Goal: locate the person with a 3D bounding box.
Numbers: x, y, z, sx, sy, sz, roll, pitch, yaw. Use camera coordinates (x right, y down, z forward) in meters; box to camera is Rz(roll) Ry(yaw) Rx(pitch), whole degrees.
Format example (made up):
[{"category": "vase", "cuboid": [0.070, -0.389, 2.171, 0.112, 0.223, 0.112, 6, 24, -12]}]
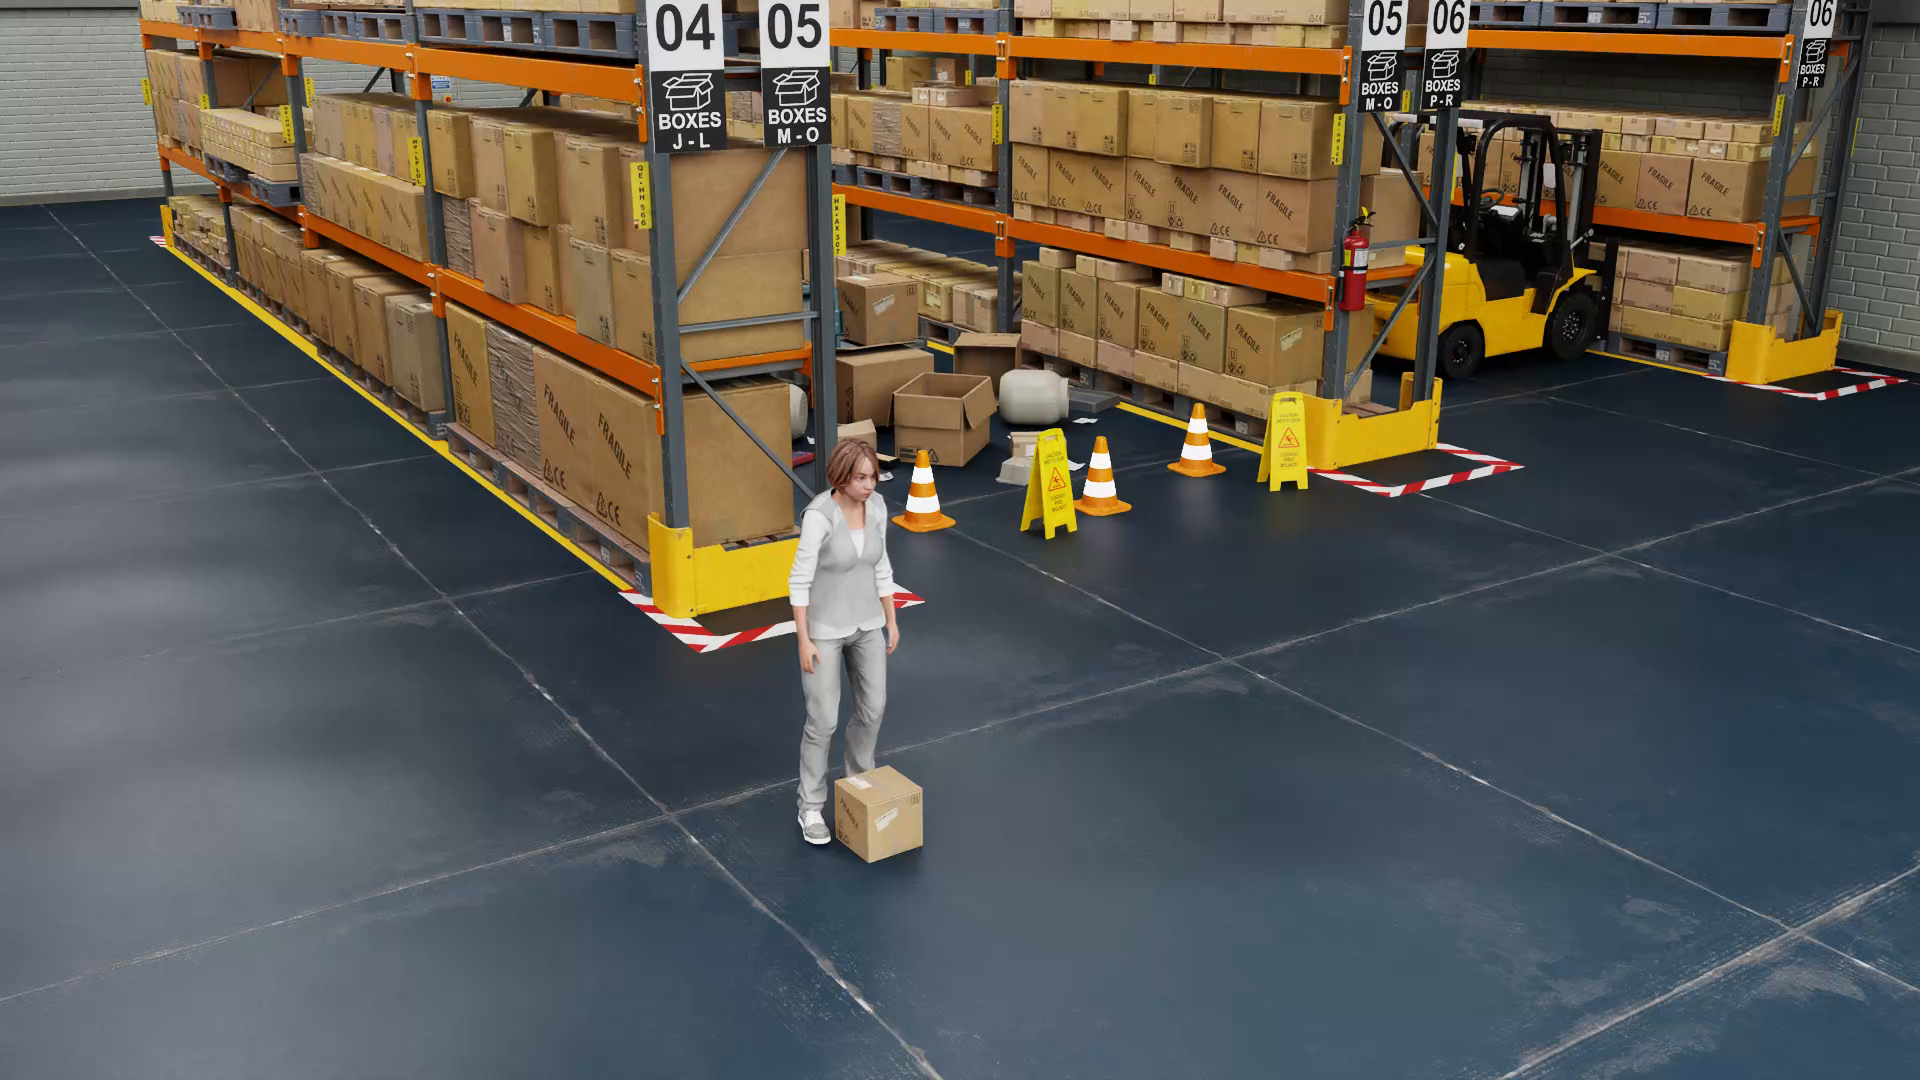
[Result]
[{"category": "person", "cuboid": [-0.451, 0.374, 6.466, 0.485, 1.582, 0.342, -13, 22, -34]}]
